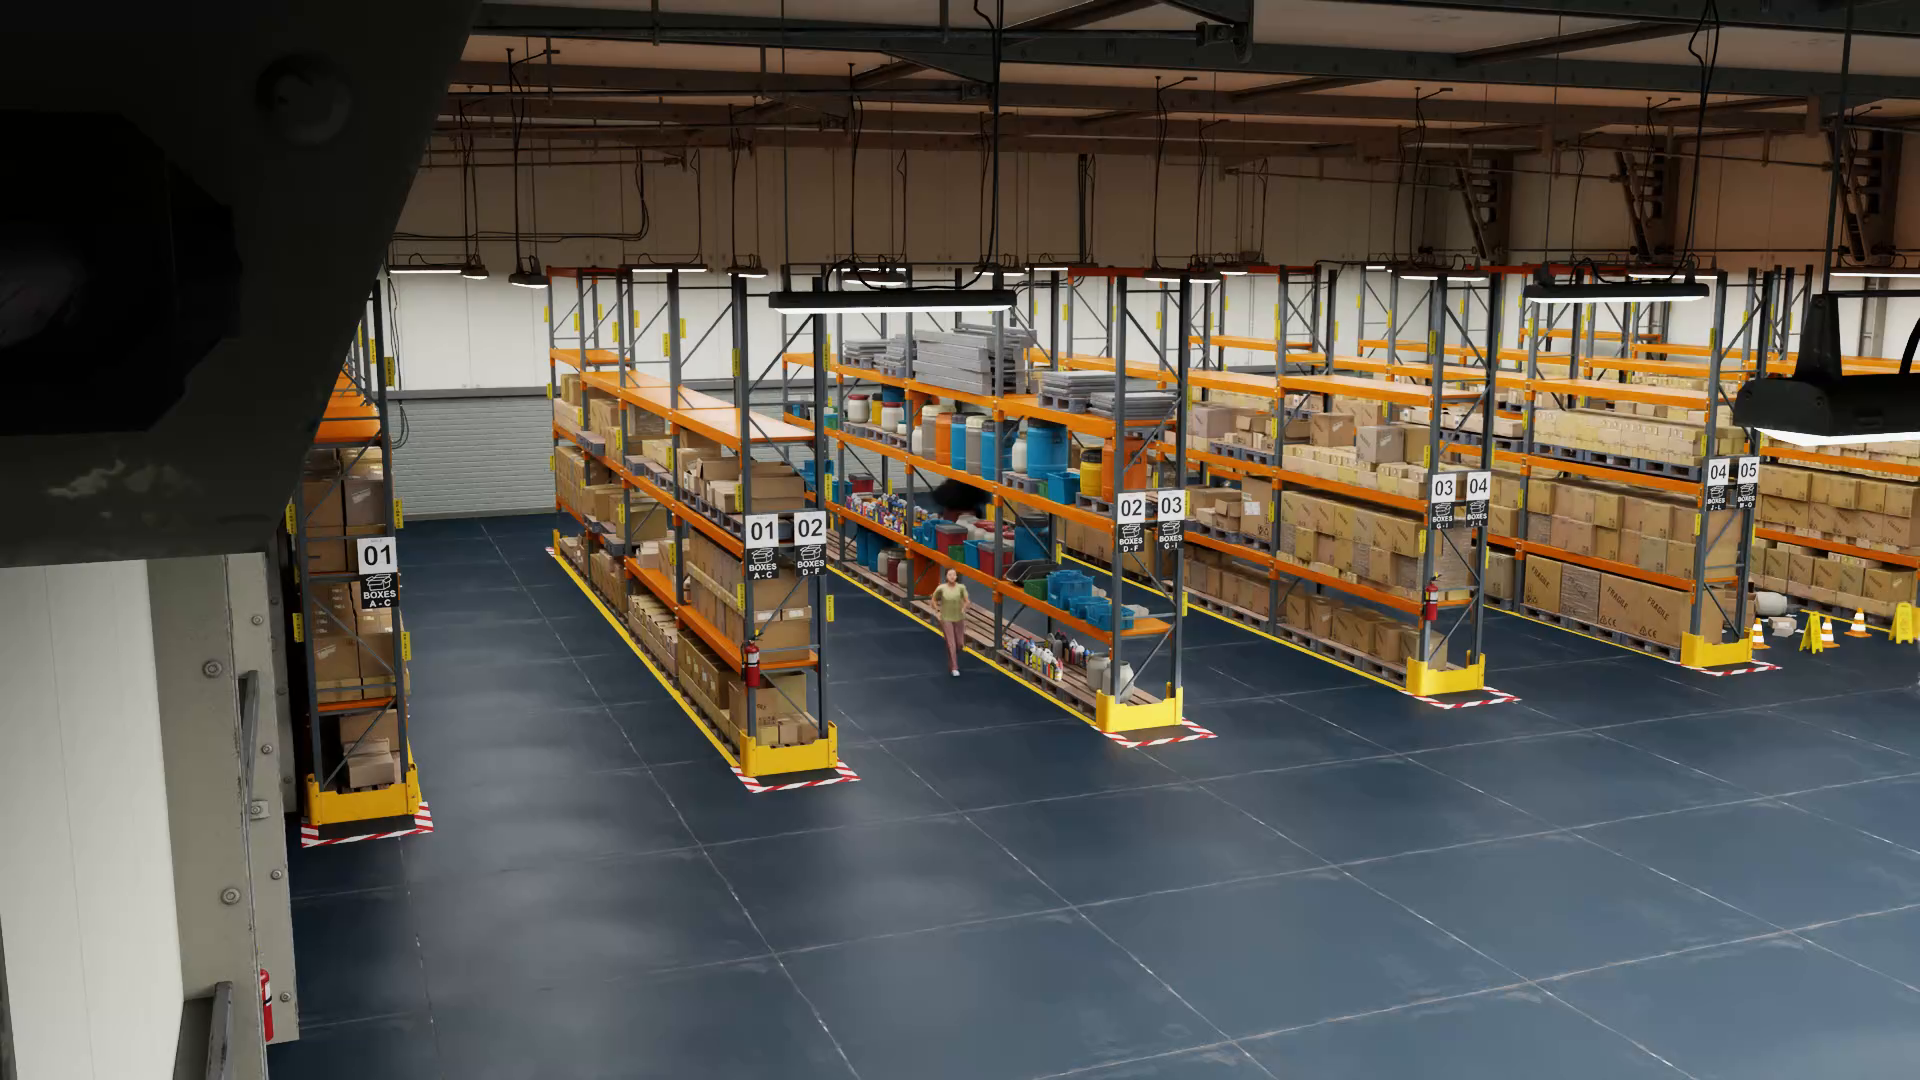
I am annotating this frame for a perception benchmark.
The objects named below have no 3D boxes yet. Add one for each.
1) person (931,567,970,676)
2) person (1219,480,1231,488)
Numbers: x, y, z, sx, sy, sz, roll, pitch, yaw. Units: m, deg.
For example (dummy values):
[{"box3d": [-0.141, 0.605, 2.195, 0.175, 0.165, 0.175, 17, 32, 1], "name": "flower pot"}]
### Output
[{"box3d": [-0.139, 1.197, 25.058, 0.579, 1.632, 0.694, -2, 10, -10], "name": "person"}, {"box3d": [5.442, -0.421, 34.283, 0.563, 1.655, 0.588, -6, 11, -29], "name": "person"}]
